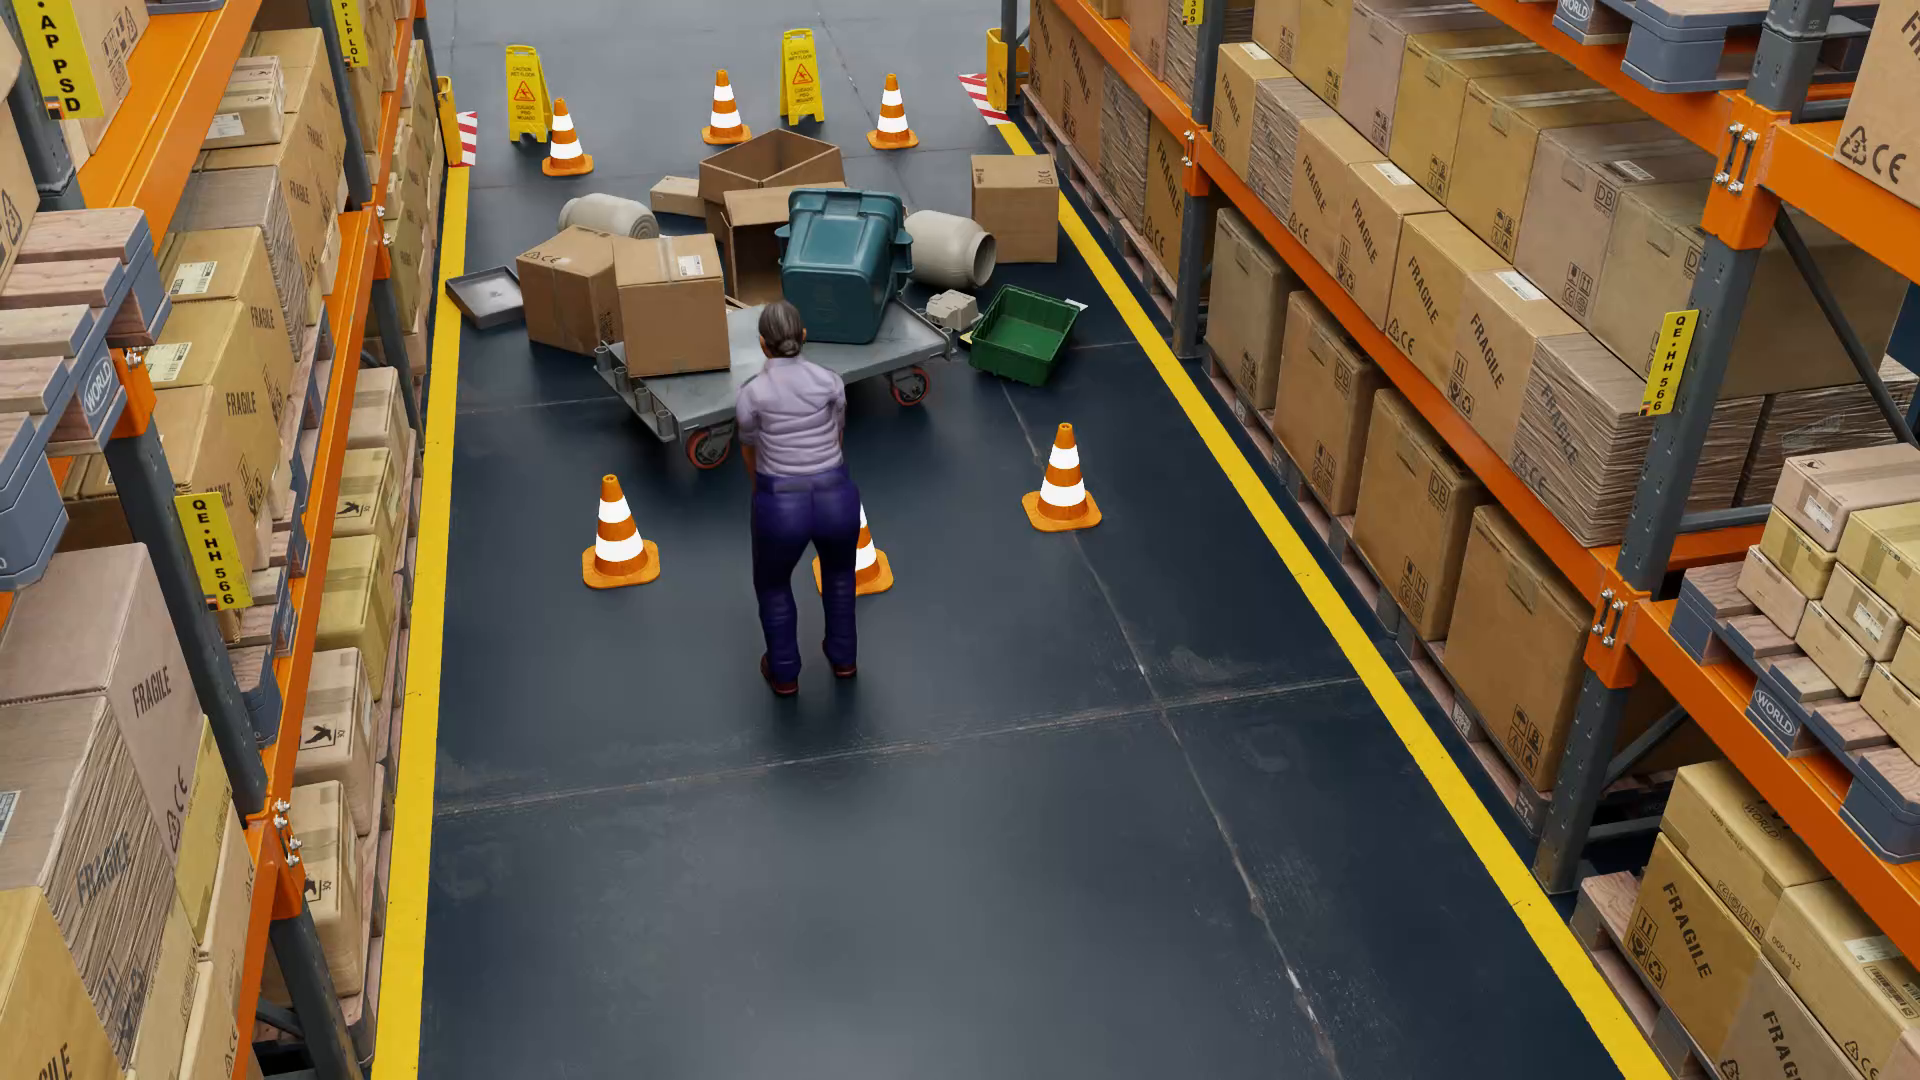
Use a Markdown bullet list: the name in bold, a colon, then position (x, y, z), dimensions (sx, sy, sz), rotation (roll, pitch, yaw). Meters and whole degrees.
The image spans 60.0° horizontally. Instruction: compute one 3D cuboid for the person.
- **person**: position (-0.625, -0.158, 6.415), dimensions (0.431, 1.625, 0.559), rotation (-10, 36, -14)
